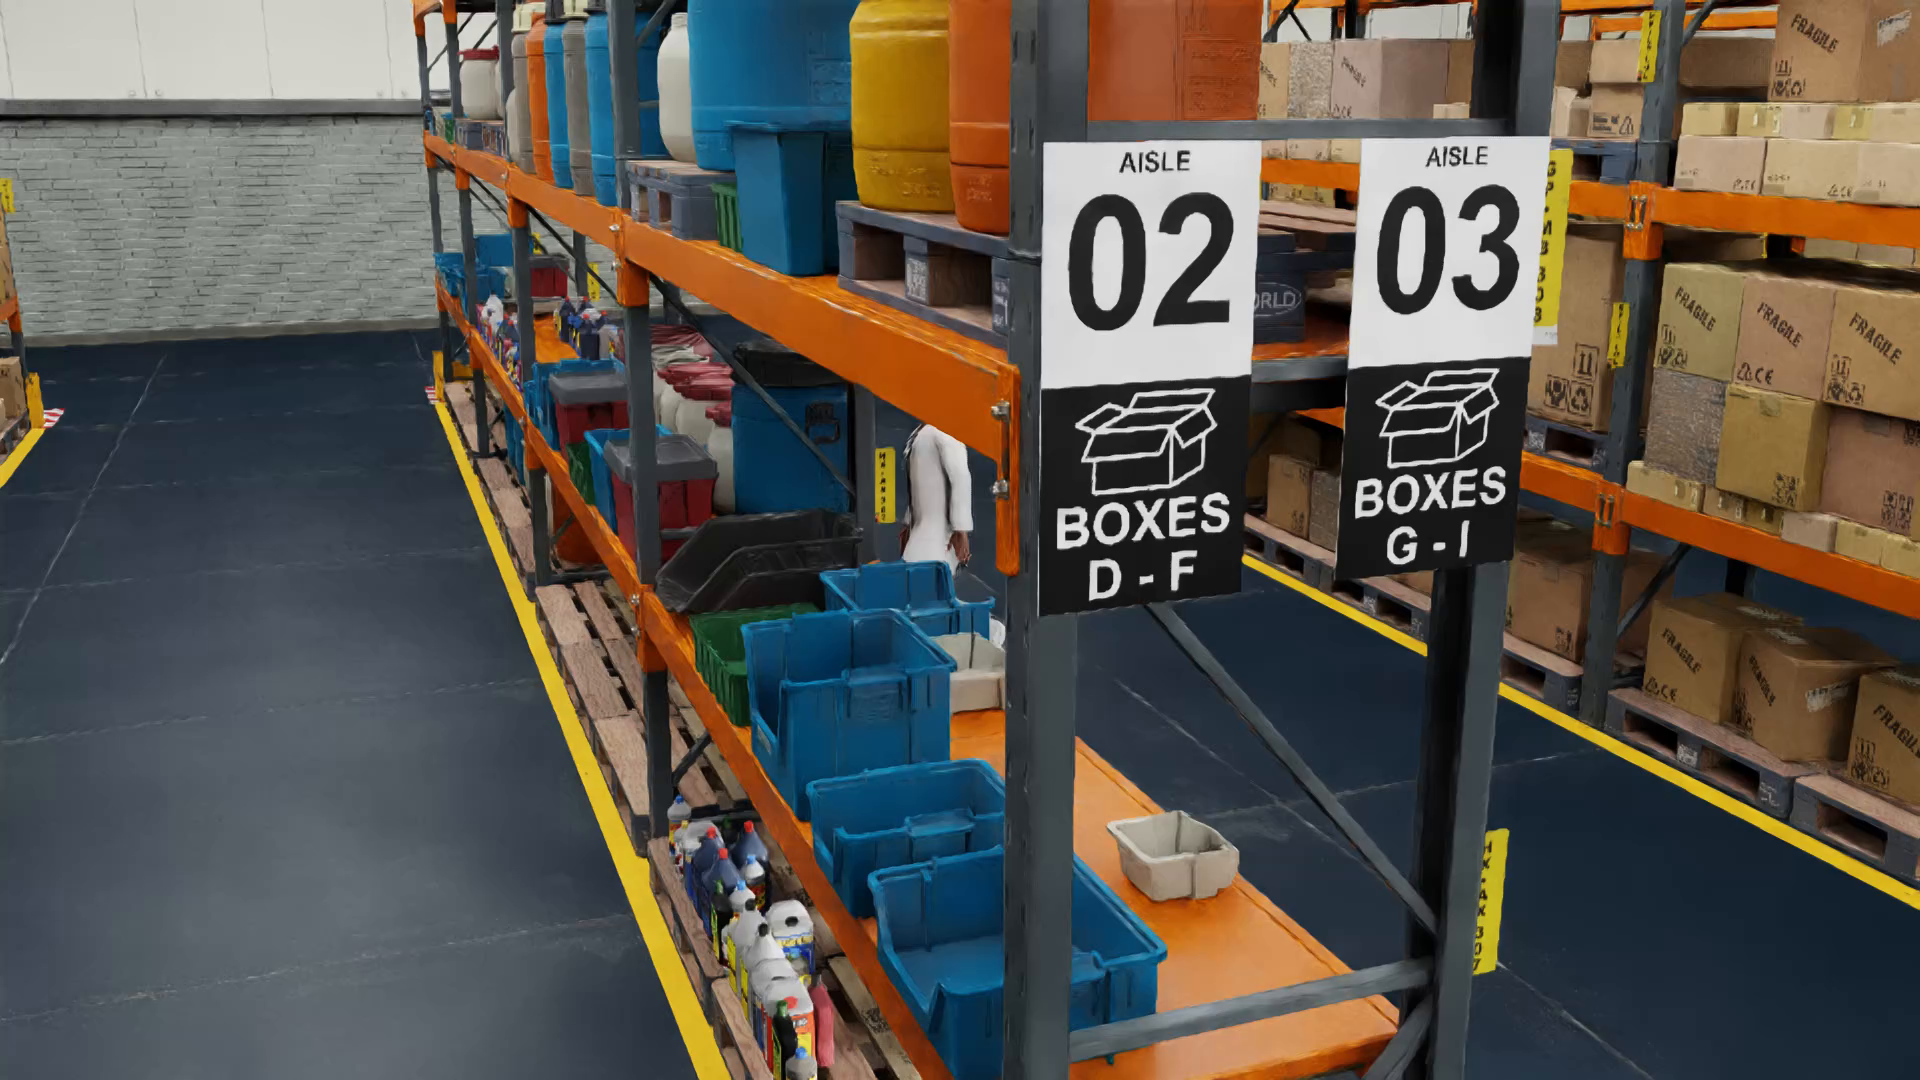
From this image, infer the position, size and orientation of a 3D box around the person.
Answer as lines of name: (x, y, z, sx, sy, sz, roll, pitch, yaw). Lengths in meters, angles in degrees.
person: (-0.093, -0.038, 9.220, 0.607, 1.742, 0.740, -4, 16, -14)
